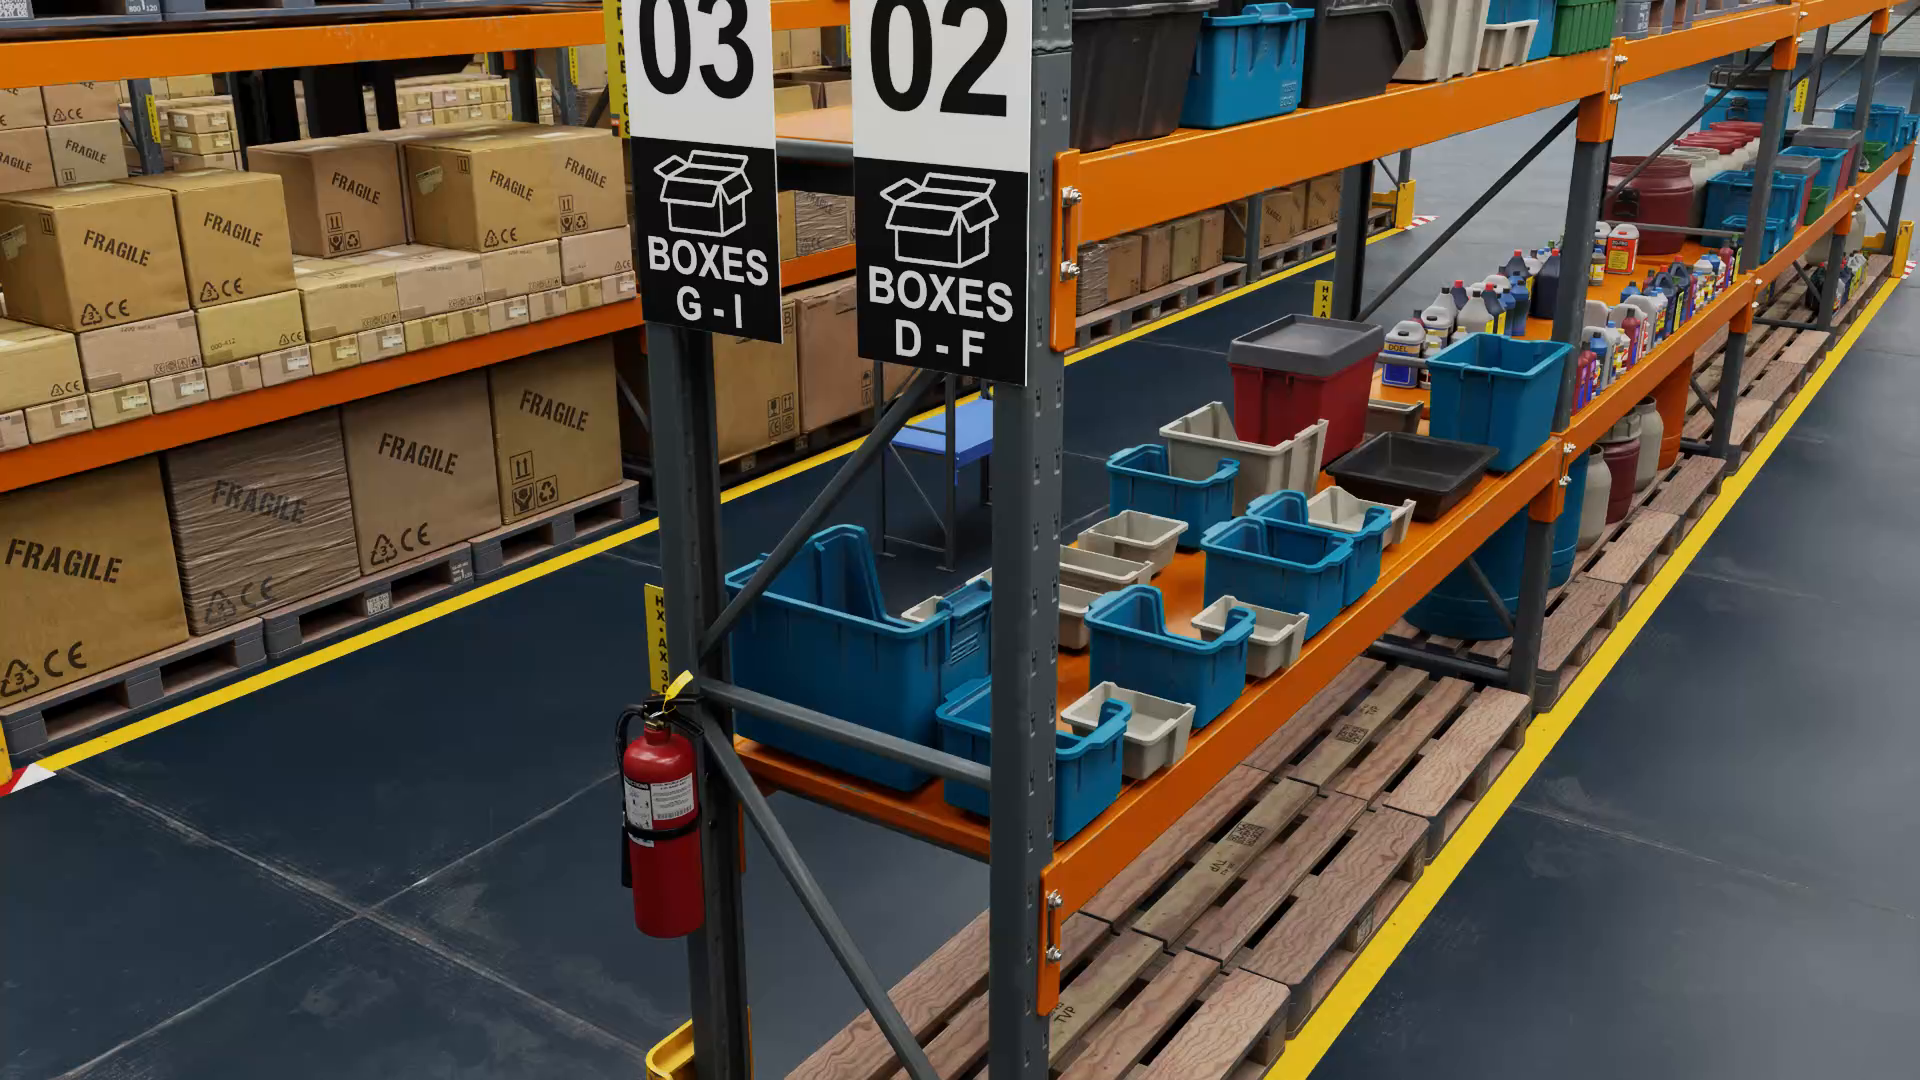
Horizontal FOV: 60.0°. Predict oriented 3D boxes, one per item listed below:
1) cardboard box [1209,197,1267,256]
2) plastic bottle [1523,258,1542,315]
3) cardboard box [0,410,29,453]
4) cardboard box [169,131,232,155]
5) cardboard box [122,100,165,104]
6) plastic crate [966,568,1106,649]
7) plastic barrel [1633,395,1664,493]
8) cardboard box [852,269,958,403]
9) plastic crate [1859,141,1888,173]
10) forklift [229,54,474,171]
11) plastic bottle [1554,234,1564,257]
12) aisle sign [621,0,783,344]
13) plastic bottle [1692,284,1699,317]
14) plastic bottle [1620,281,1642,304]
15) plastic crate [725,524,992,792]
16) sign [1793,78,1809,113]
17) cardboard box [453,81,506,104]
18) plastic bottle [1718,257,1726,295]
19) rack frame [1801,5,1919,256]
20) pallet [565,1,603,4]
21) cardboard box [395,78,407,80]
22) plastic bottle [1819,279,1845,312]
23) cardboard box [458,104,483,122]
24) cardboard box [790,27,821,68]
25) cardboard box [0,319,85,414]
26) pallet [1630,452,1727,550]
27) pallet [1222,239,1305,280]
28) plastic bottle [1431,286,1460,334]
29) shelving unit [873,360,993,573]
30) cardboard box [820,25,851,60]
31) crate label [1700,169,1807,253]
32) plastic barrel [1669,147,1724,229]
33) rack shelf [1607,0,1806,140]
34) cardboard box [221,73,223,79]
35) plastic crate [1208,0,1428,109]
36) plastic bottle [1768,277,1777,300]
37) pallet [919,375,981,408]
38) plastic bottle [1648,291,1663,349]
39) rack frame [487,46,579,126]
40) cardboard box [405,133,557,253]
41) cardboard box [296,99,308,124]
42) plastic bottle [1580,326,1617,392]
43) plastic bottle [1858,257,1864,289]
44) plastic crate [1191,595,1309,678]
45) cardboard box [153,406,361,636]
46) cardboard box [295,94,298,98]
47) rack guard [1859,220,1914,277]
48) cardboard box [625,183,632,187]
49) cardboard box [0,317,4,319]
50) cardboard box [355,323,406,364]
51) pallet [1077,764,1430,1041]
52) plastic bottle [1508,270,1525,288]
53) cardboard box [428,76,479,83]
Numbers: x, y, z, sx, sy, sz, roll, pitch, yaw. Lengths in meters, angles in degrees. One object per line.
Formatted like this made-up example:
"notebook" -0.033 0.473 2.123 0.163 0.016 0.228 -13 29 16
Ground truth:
"cardboard box" 2.663 -3.095 16.307 0.500 0.500 0.500 12 24 30
"plastic bottle" 2.962 -1.333 8.723 0.152 0.276 0.135 13 24 32
"cardboard box" -3.869 -0.440 6.493 0.380 0.149 0.250 14 24 32
"cardboard box" -5.536 -2.906 12.127 0.380 0.149 0.250 14 24 33
"cardboard box" -8.384 -4.333 16.871 0.500 0.250 0.500 14 24 33
"plastic crate" 0.239 0.191 4.718 0.396 0.136 0.243 13 24 32
"plastic barrel" 3.748 -0.557 9.428 0.421 0.512 0.421 0 20 0
"cardboard box" -0.757 -1.568 11.638 1.225 0.875 0.875 13 24 32
"plastic crate" 7.497 -3.233 13.986 0.450 0.188 0.662 13 24 32
"forklift" -3.838 -2.215 11.029 1.130 2.935 3.031 13 24 31
"plastic bottle" 3.369 -1.572 9.359 0.061 0.283 0.133 13 24 32
"aisle sign" -0.528 -0.810 3.385 0.394 0.787 0.004 13 24 32
"plastic bottle" 3.785 -1.266 8.651 0.097 0.201 0.097 0 20 0
"plastic bottle" 3.308 -1.145 8.221 0.097 0.271 0.097 0 20 0
"plastic crate" -0.211 0.268 4.079 0.616 0.435 0.499 13 24 32
"sign" 8.297 -4.384 16.393 0.100 0.325 0.005 13 24 32
"cardboard box" -4.076 -3.794 14.096 0.380 0.149 0.250 14 25 33
"plastic bottle" 4.168 -1.462 9.179 0.097 0.201 0.097 0 20 0
"rack frame" 8.750 -4.145 16.148 1.000 3.000 0.127 13 24 32
"pallet" -1.618 -3.258 9.701 0.805 0.209 1.217 12 24 30
"cardboard box" -6.671 -5.428 19.374 0.380 0.149 0.250 12 24 30
"plastic bottle" 7.202 -2.031 13.723 0.152 0.276 0.135 14 25 34
"cardboard box" -4.226 -3.576 13.936 0.380 0.149 0.250 13 24 32
"cardboard box" -1.915 -5.332 17.771 0.700 0.500 0.500 13 24 31
"cardboard box" -3.848 -0.675 6.553 0.500 0.250 0.500 13 24 30
"pallet" 3.844 -0.308 9.793 1.003 0.211 1.213 13 24 32
"pallet" 2.753 -2.855 16.680 1.003 0.211 1.213 13 24 32
"plastic bottle" 2.250 -1.007 7.734 0.144 0.351 0.185 13 24 32
"shelving unit" 0.048 -0.728 9.071 0.538 1.500 1.048 13 24 32
"cardboard box" -1.405 -5.636 18.405 0.875 0.550 0.550 13 24 32
"crate label" 5.035 -2.099 10.564 0.502 0.435 0.616 13 24 32
"plastic barrel" 4.891 -2.360 11.160 0.421 0.512 0.421 0 20 0
"rack shelf" 3.128 -2.346 7.996 1.077 0.370 4.000 13 24 32
"cardboard box" -7.596 -5.216 17.864 0.500 0.500 0.500 12 24 30
"plastic crate" 0.841 -1.317 4.268 0.504 0.338 0.767 13 24 32
"plastic bottle" 6.869 -2.201 14.183 0.152 0.276 0.135 13 24 32
"pallet" -0.349 -1.297 12.466 1.003 0.211 1.213 13 24 32
"plastic bottle" 3.318 -1.061 7.994 0.097 0.271 0.097 0 20 0
"rack frame" -3.889 -3.812 15.247 1.000 3.000 0.127 13 24 32
"cardboard box" -2.415 -1.762 8.412 0.500 0.500 0.500 14 24 32
"cardboard box" -5.096 -3.271 12.685 0.380 0.149 0.250 13 24 31
"plastic bottle" 2.785 -0.808 7.303 0.152 0.276 0.135 13 24 32
"plastic bottle" 7.837 -2.355 14.600 0.152 0.276 0.135 13 24 30
"plastic crate" 0.796 0.264 4.522 0.250 0.136 0.298 13 24 32
"cardboard box" -3.536 -0.181 7.889 0.875 0.875 0.875 13 24 32
"cardboard box" -5.488 -3.472 13.227 0.380 0.149 0.250 12 24 30
"rack guard" 8.746 -2.942 16.498 1.175 0.500 0.348 13 24 32
"cardboard box" -2.055 -1.903 9.941 0.500 0.500 0.500 13 24 32
"cardboard box" -4.288 -0.781 6.839 0.500 0.250 0.500 13 24 31
"cardboard box" -2.859 -0.957 7.892 0.380 0.149 0.250 14 24 33
"pallet" 0.937 1.176 5.783 1.003 0.211 1.213 13 24 32
"plastic bottle" 2.821 -1.238 8.473 0.097 0.271 0.097 0 20 0
"cardboard box" -4.458 -3.998 14.649 0.380 0.149 0.250 13 24 30
